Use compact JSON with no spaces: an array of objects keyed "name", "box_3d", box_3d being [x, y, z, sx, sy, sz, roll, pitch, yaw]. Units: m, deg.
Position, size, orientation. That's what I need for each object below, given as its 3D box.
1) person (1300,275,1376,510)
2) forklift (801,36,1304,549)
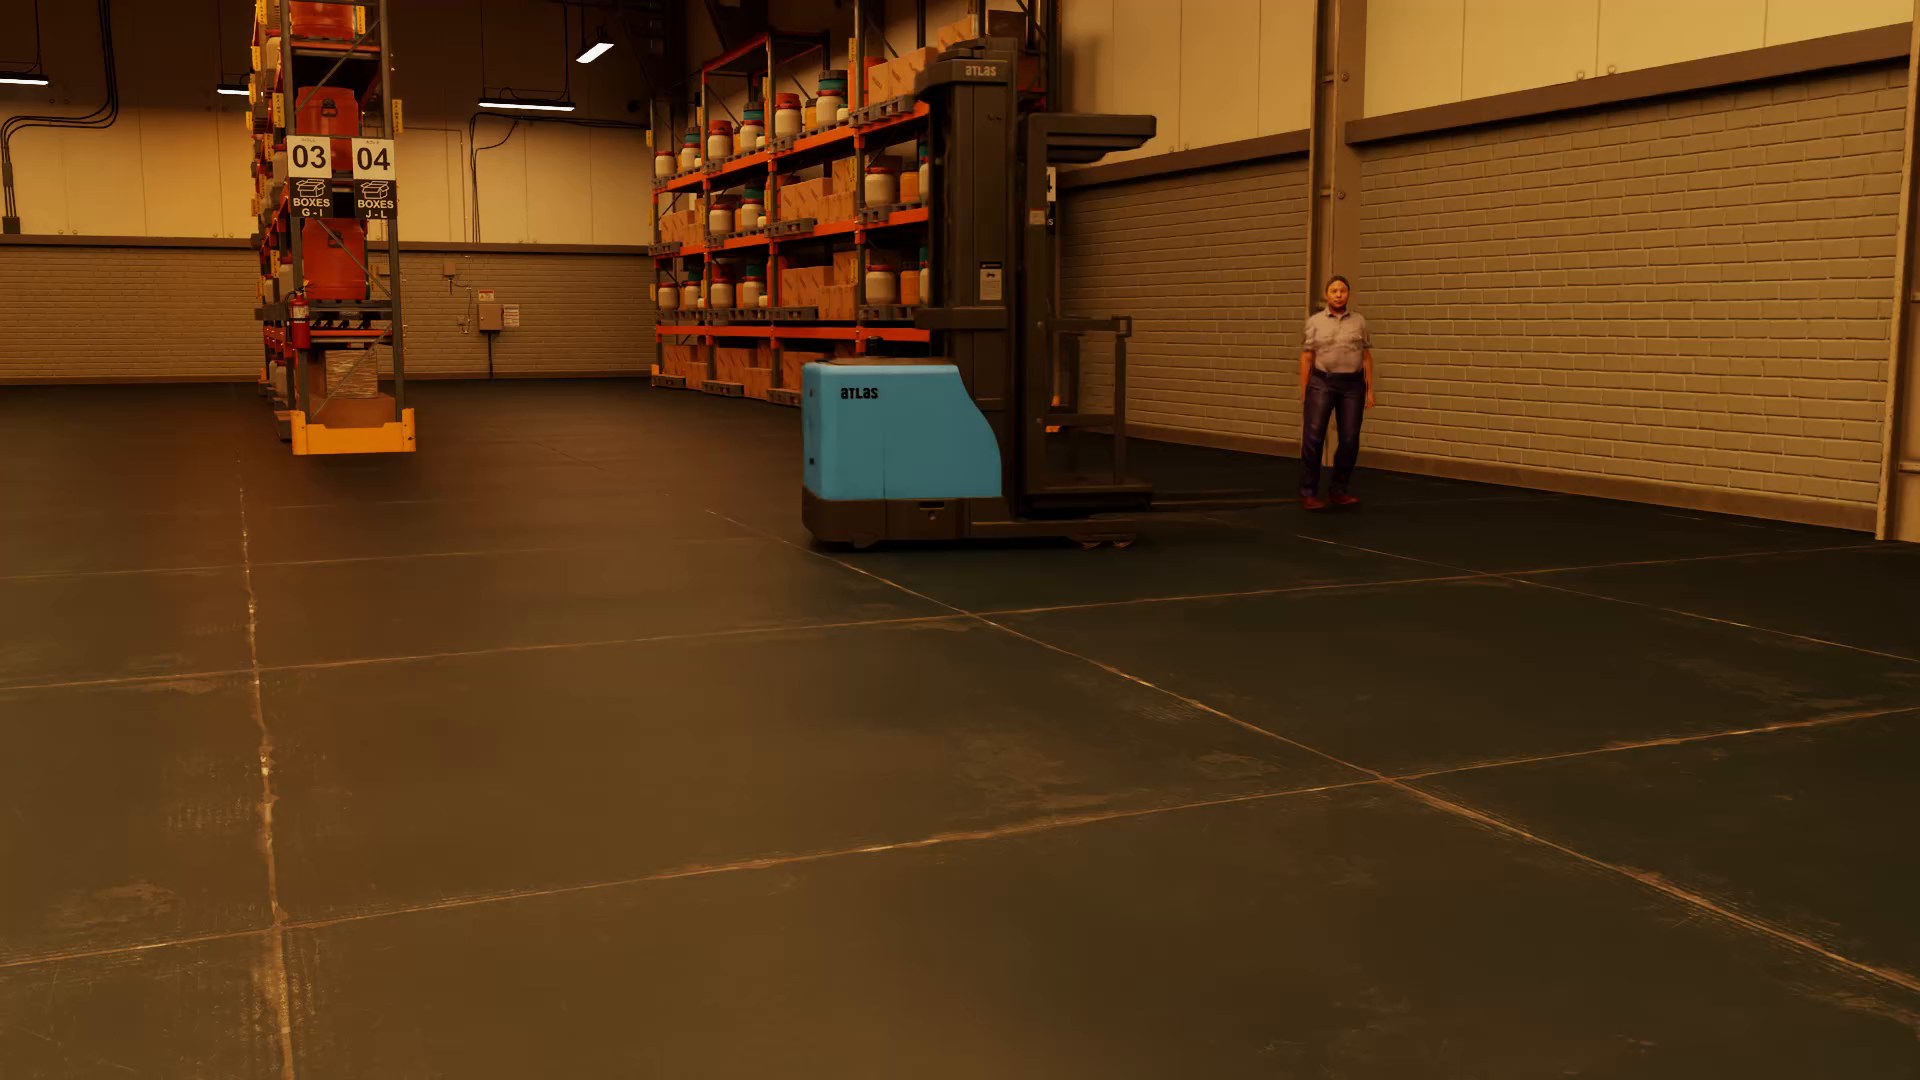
[{"name":"person","box_3d":[2.645,-1.031,11.625,0.516,1.619,0.467,0,8,2]},{"name":"forklift","box_3d":[0.578,-1.475,10.130,3.031,2.935,1.130,-2,8,-12]}]
